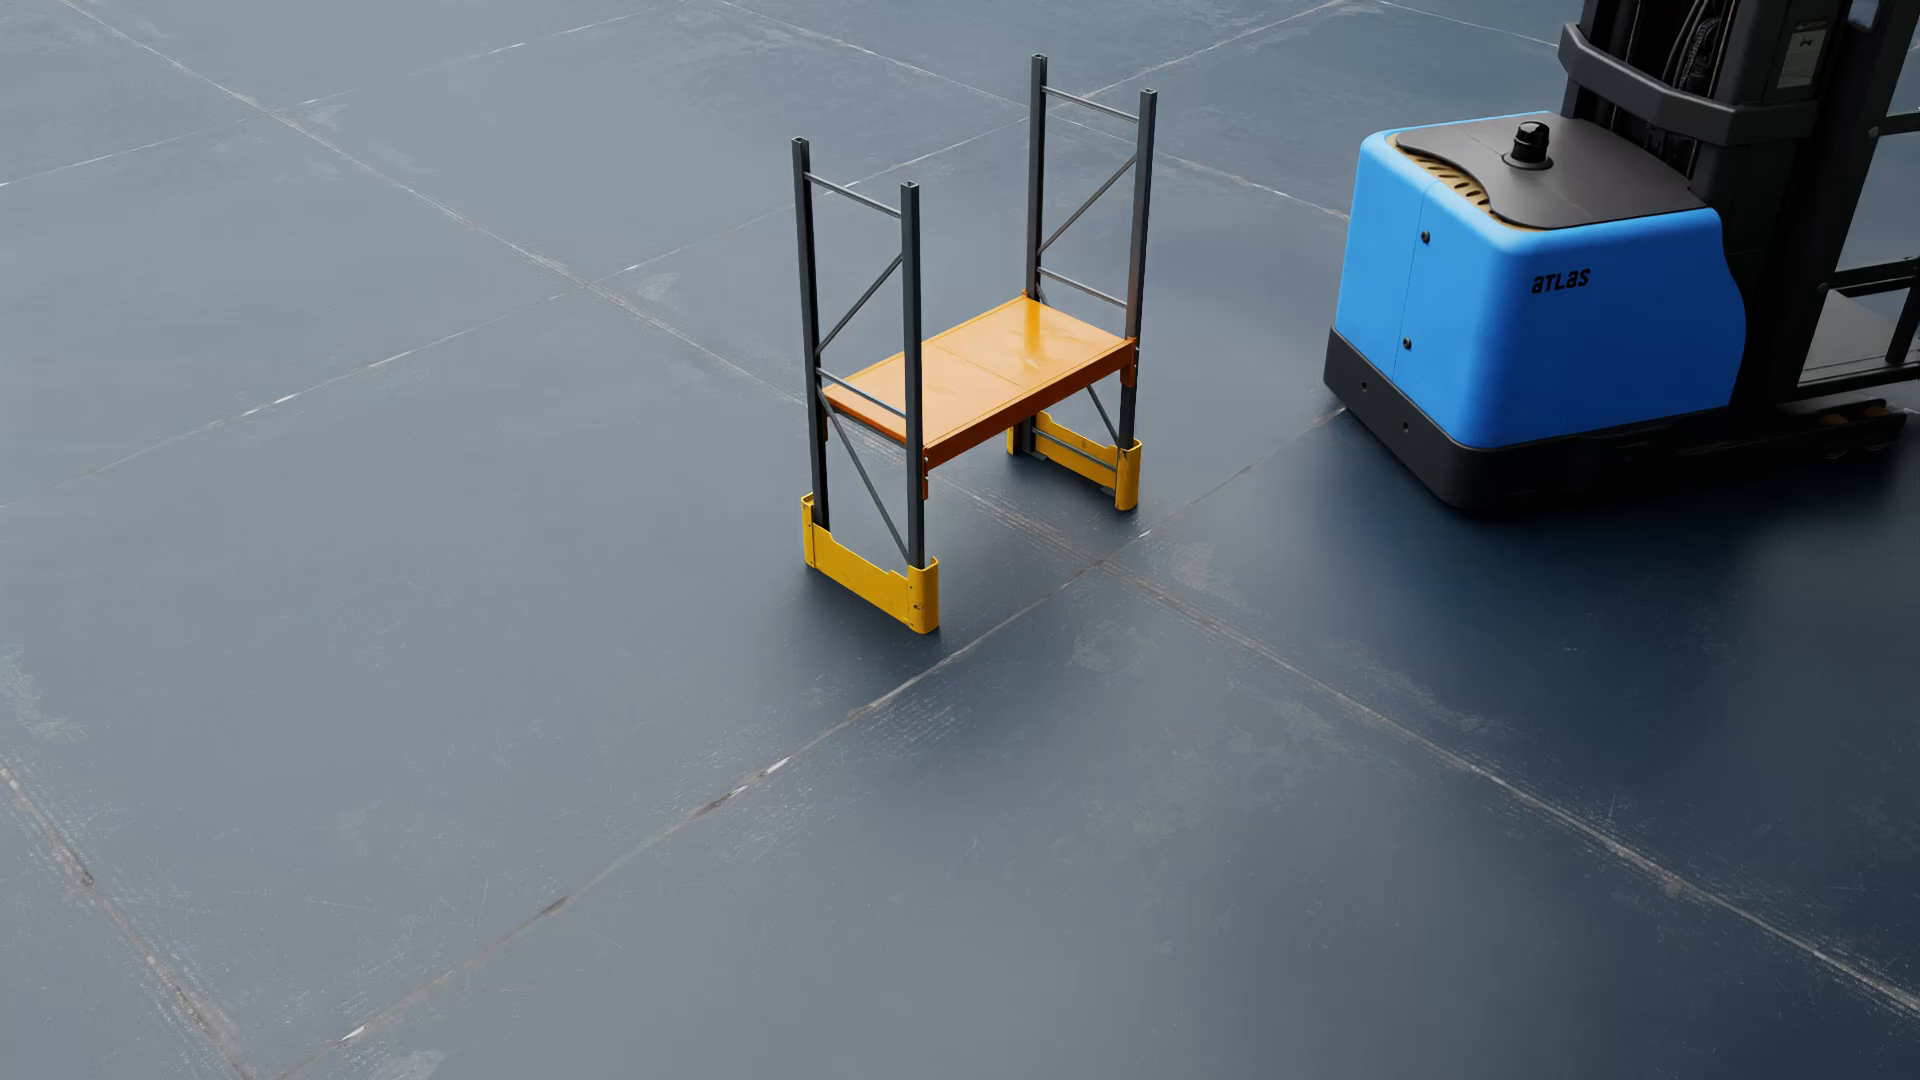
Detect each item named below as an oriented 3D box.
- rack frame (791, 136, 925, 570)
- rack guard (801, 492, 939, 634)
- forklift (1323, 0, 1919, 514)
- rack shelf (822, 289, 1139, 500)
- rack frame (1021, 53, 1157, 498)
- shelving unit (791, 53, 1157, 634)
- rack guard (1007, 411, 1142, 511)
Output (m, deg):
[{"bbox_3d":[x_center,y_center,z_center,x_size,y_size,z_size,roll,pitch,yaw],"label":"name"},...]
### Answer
[{"bbox_3d":[-0.298,-0.443,5.075,0.500,1.500,0.032,30,45,35],"label":"rack frame"},{"bbox_3d":[-0.297,0.069,5.433,0.587,0.250,0.087,30,45,35],"label":"rack guard"},{"bbox_3d":[2.999,-1.780,5.739,3.031,2.935,1.130,-10,36,-14],"label":"forklift"},{"bbox_3d":[0.060,-0.502,5.474,0.538,0.185,1.000,30,45,35],"label":"rack shelf"},{"bbox_3d":[0.418,-0.856,5.667,0.500,1.500,0.032,30,45,35],"label":"rack frame"},{"bbox_3d":[0.054,-0.646,5.365,0.587,1.500,1.083,30,45,35],"label":"shelving unit"},{"bbox_3d":[0.405,-0.336,6.013,0.587,0.250,0.087,30,45,35],"label":"rack guard"}]
